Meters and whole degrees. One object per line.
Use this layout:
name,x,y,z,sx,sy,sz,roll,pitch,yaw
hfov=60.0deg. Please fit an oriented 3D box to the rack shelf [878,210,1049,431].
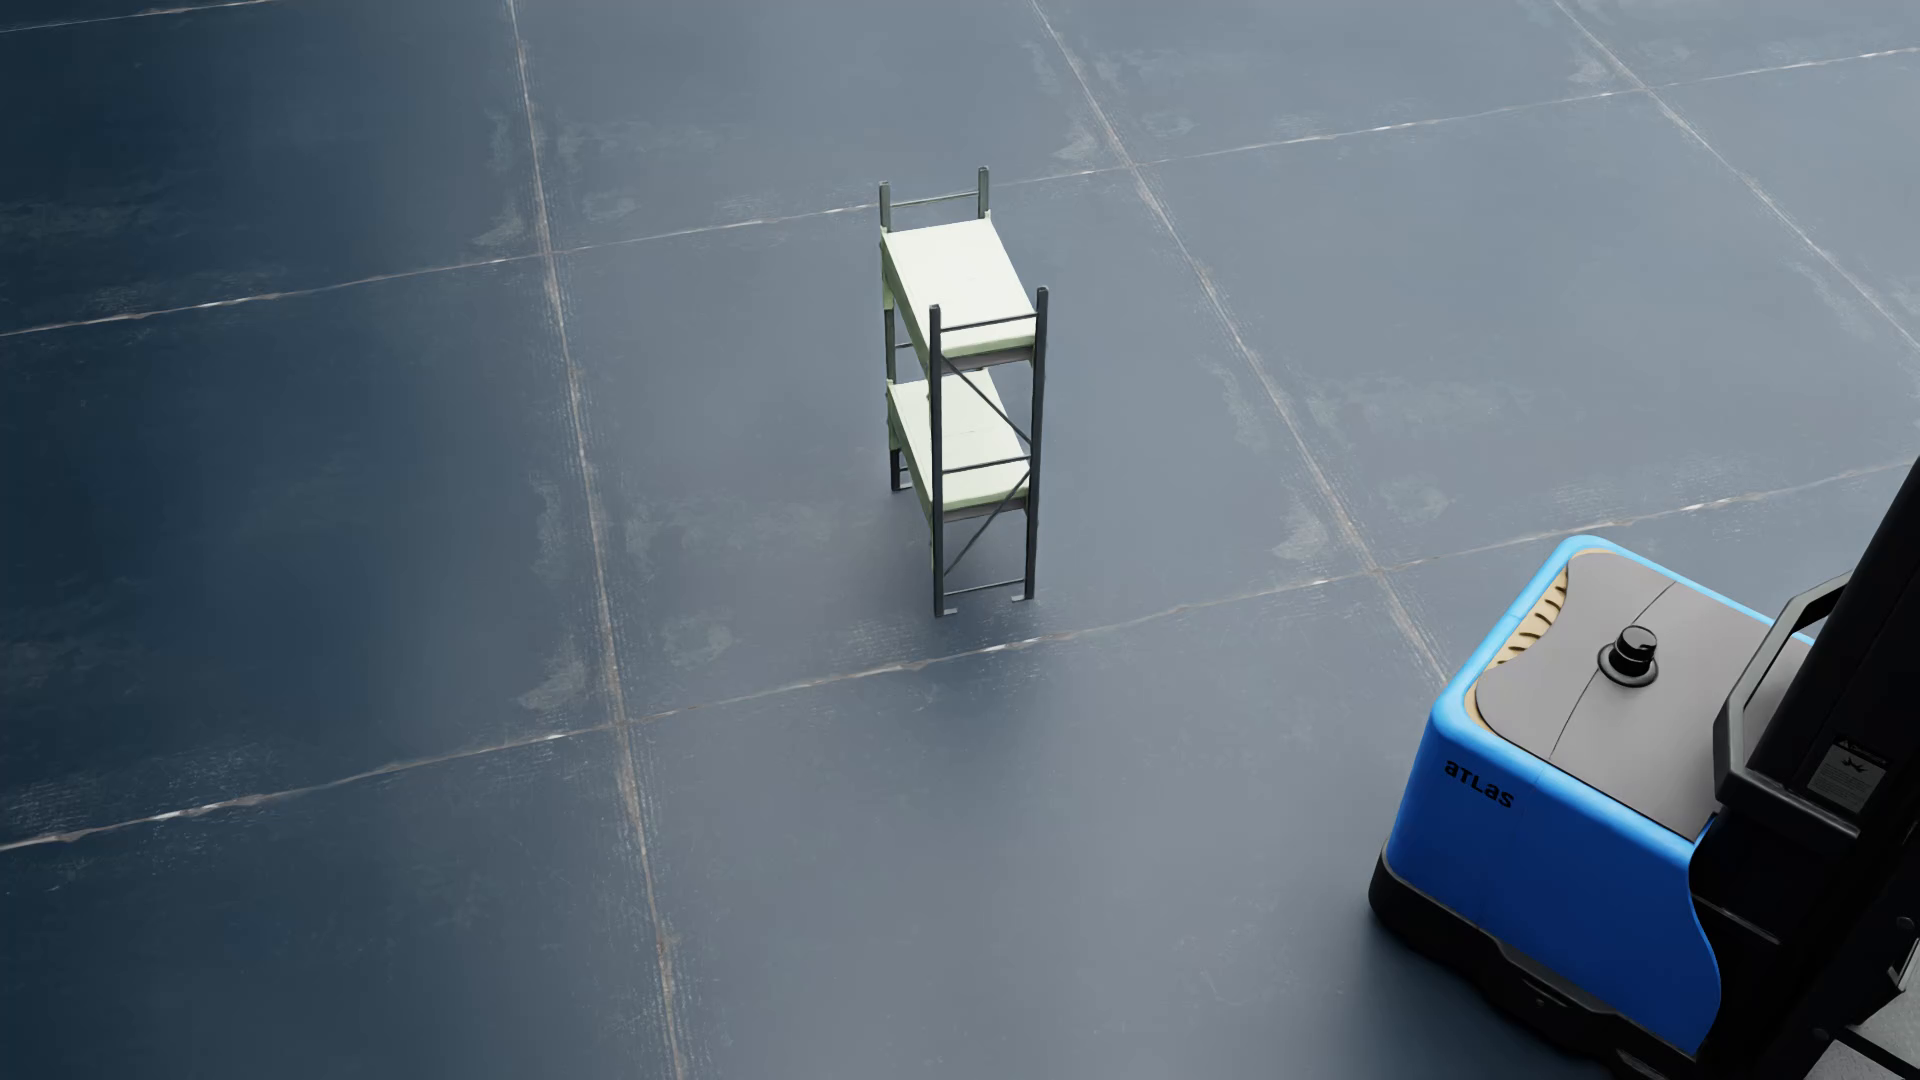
rack shelf,0.002,-0.793,5.931,0.431,0.370,0.720,-11,47,-10

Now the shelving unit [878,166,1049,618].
shelving unit,0.002,-0.520,6.210,0.431,1.500,0.755,-11,47,-10

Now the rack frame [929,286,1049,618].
rack frame,0.095,-0.268,5.962,0.400,1.500,0.023,-11,47,-10

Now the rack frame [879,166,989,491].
rack frame,-0.092,-0.773,6.457,0.400,1.500,0.023,-11,47,-10

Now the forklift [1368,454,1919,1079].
forklift,2.808,0.618,4.093,3.031,2.935,1.130,30,53,26

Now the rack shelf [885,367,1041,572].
rack shelf,0.002,-0.292,6.443,0.431,0.370,0.720,-11,47,-10
